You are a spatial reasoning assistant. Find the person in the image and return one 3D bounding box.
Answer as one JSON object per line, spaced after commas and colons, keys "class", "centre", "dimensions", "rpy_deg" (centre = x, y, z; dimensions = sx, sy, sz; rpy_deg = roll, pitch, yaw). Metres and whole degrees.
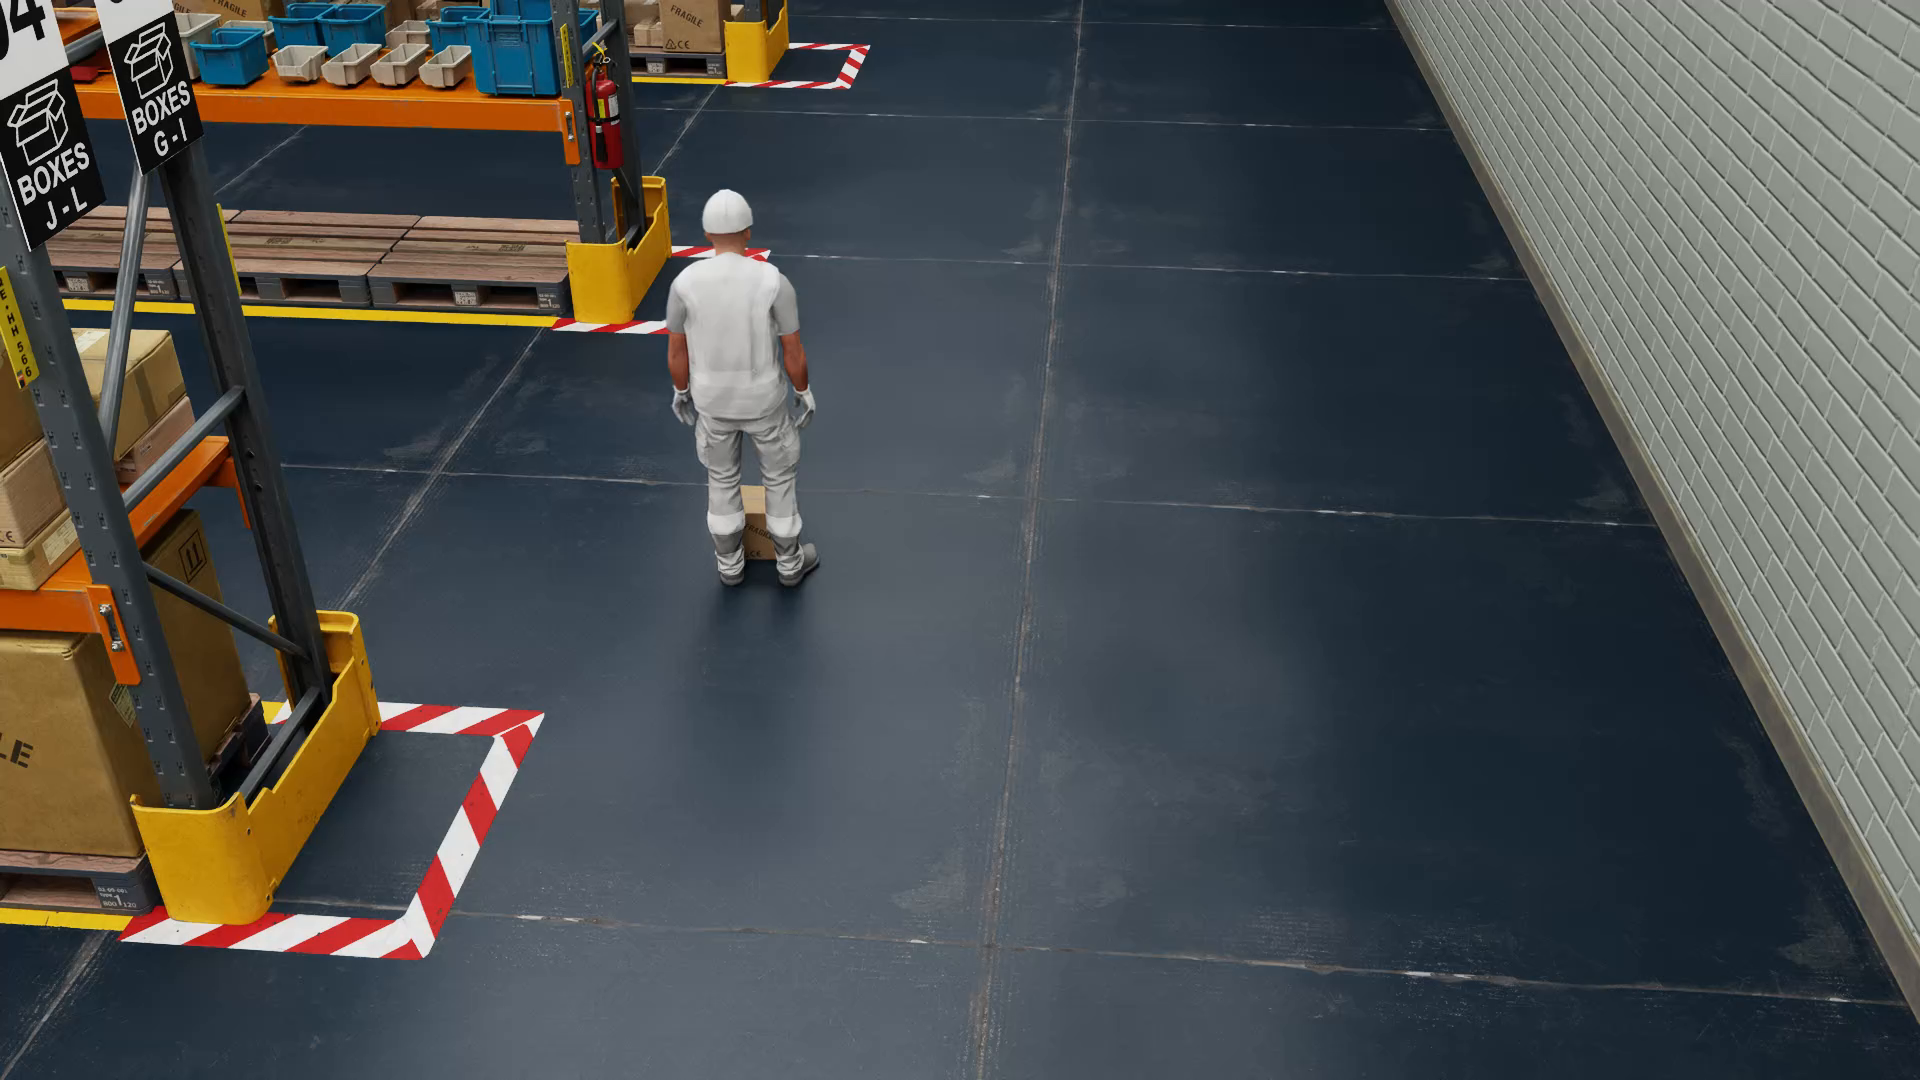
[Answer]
{"class": "person", "centre": [-0.927, -0.614, 7.117], "dimensions": [0.617, 1.778, 0.456], "rpy_deg": [2, 32, 3]}
